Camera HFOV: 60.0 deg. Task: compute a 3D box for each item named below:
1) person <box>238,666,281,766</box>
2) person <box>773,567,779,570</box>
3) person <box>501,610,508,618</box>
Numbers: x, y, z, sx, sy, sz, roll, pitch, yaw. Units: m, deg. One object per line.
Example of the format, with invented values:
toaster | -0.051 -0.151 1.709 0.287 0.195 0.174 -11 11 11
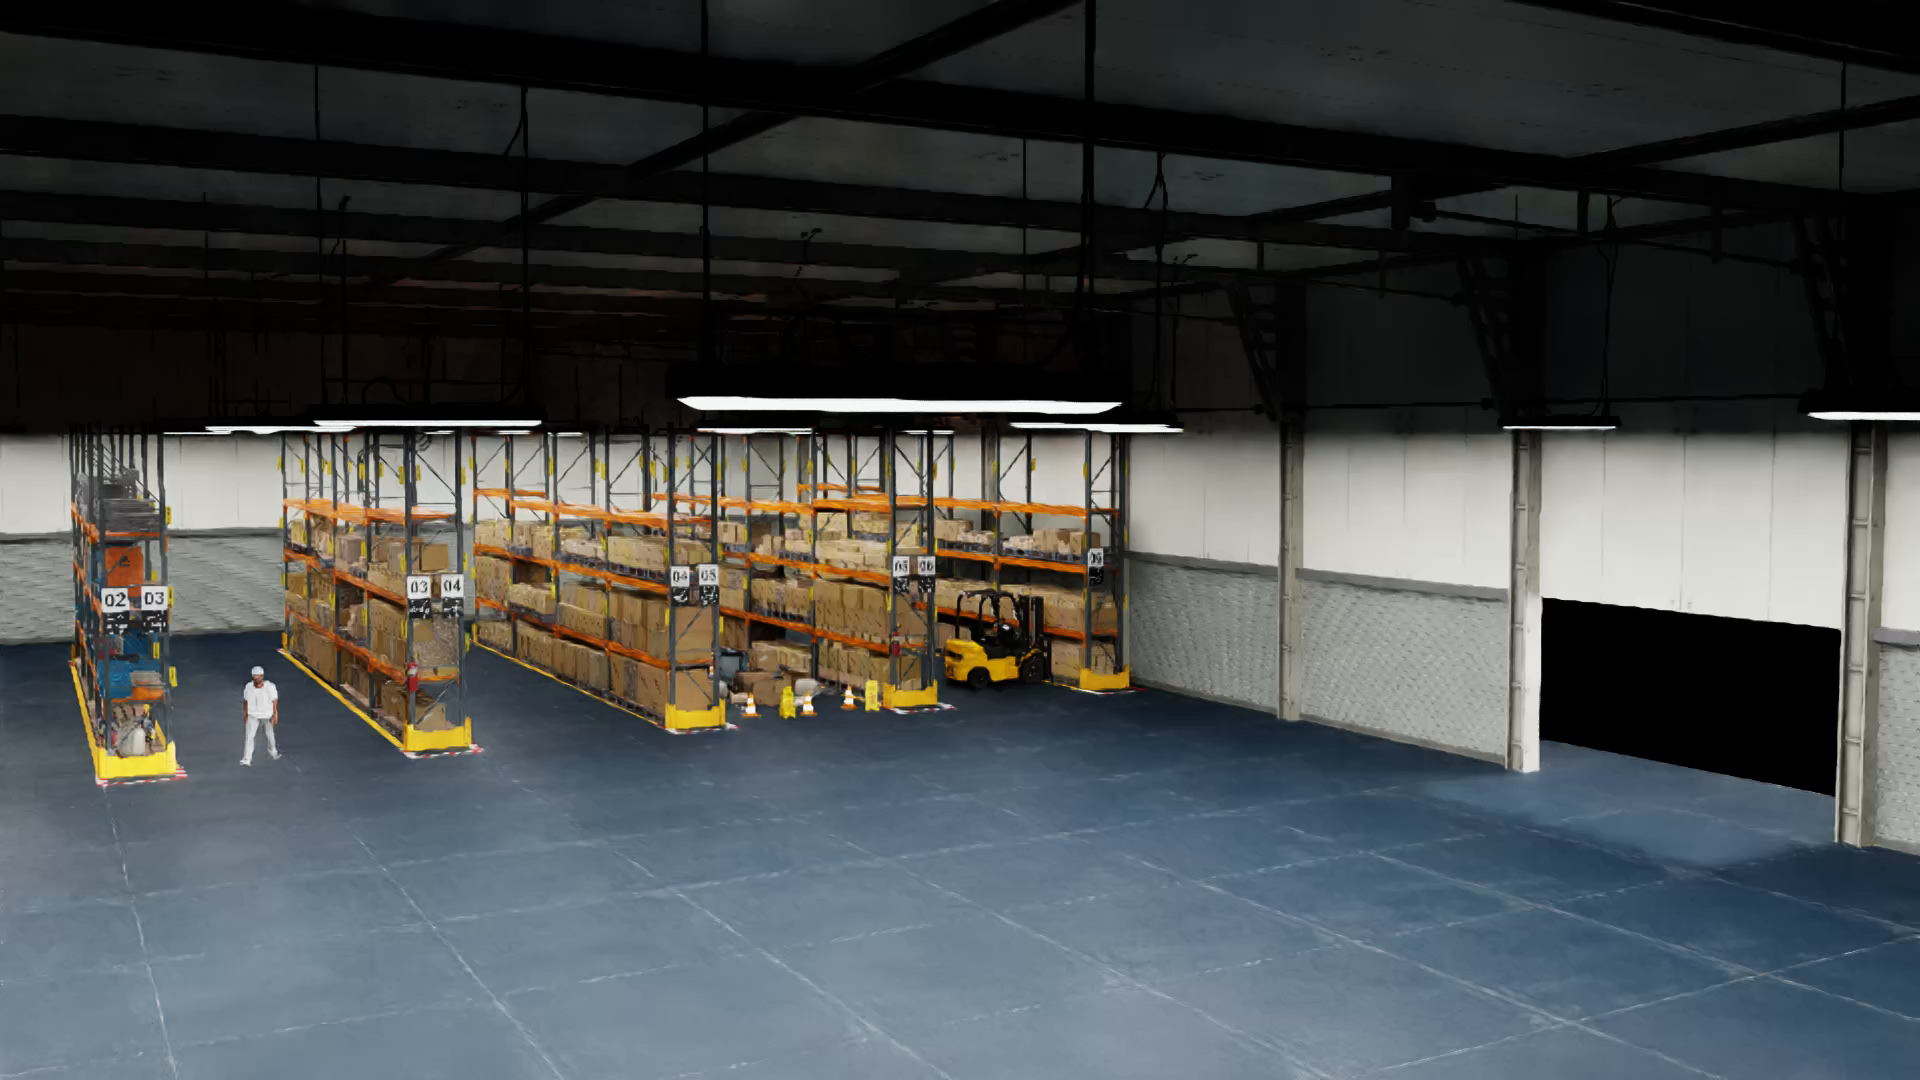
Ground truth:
person | -12.285 3.065 29.159 0.620 1.723 0.957 0 4 -6
person | -5.714 1.655 52.481 0.496 1.658 0.666 3 4 37
person | -13.816 1.716 50.566 0.622 1.772 0.585 0 4 7
